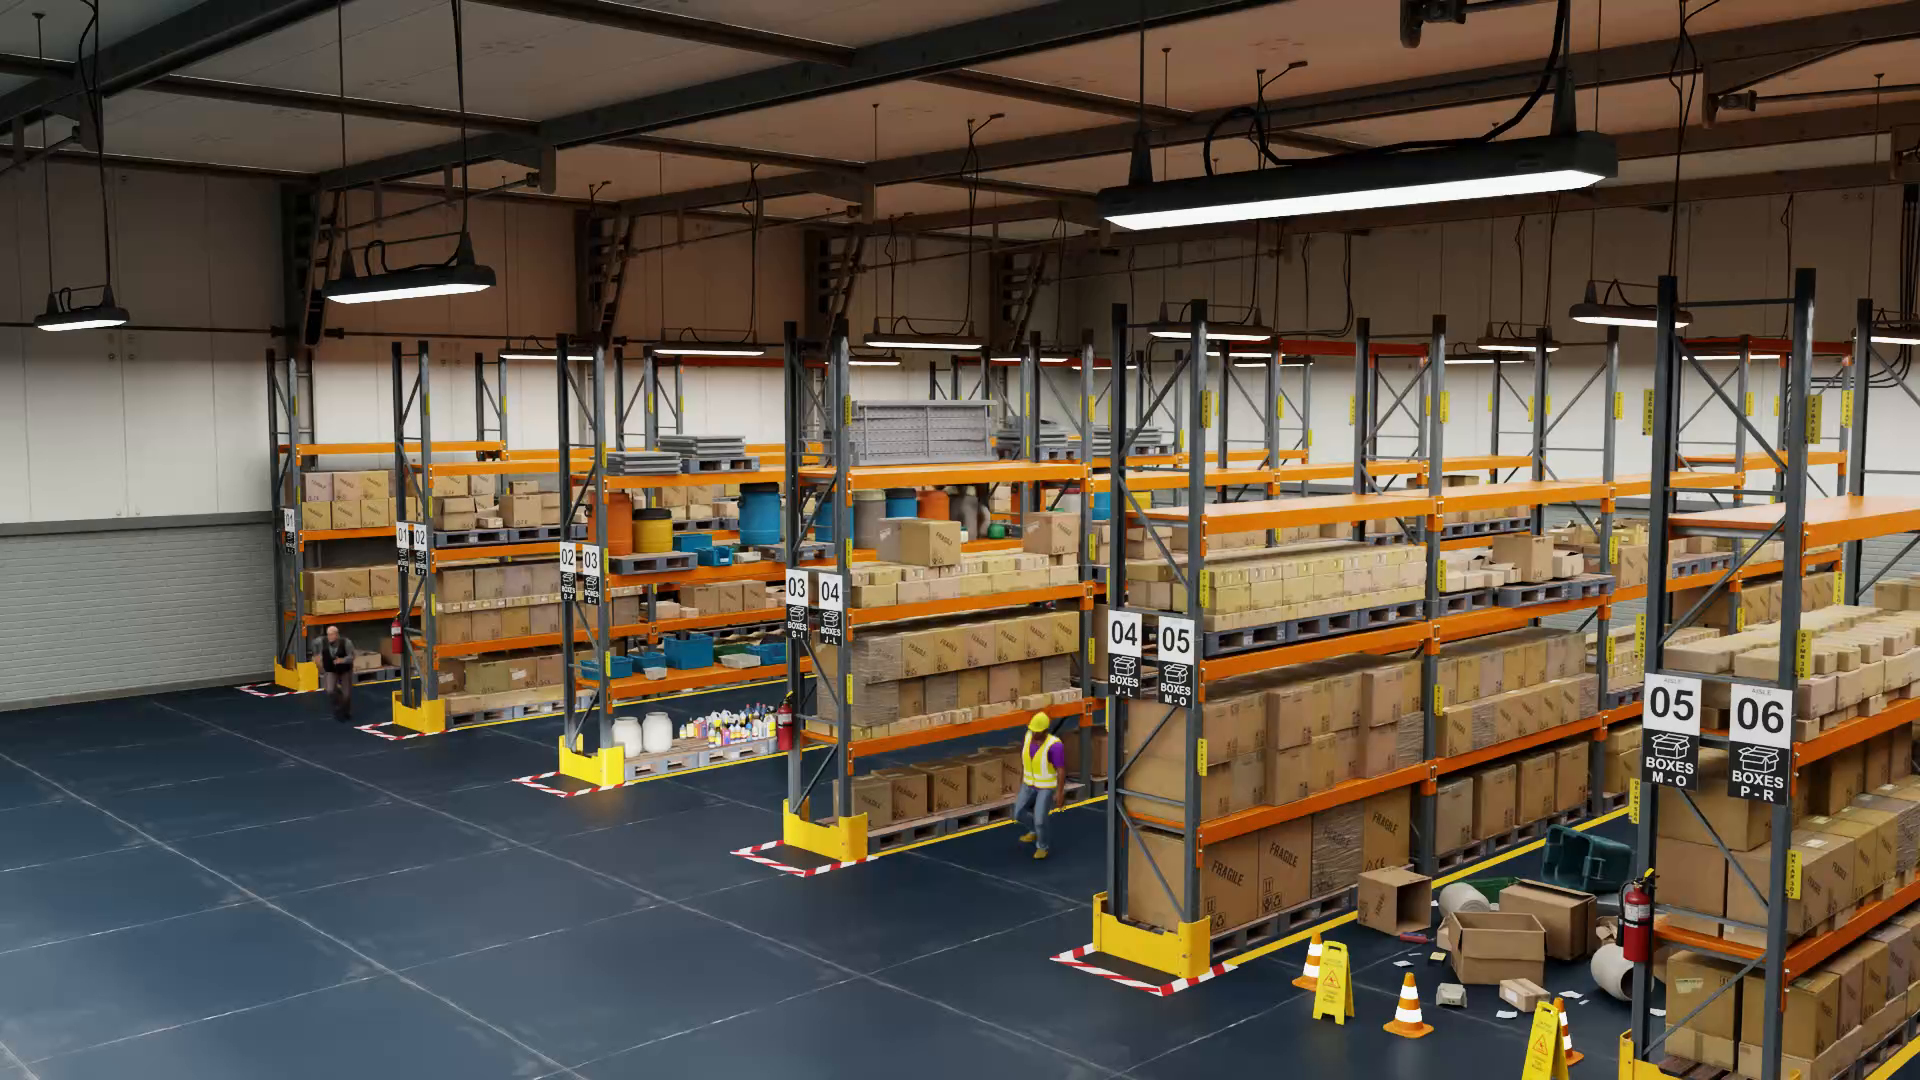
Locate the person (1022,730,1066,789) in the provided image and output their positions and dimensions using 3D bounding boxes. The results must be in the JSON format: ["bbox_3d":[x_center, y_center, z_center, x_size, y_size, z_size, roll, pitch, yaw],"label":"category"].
[{"bbox_3d":[0.915,2.422,18.442,0.627,0.655,0.401,4,6,38],"label":"person"}]
